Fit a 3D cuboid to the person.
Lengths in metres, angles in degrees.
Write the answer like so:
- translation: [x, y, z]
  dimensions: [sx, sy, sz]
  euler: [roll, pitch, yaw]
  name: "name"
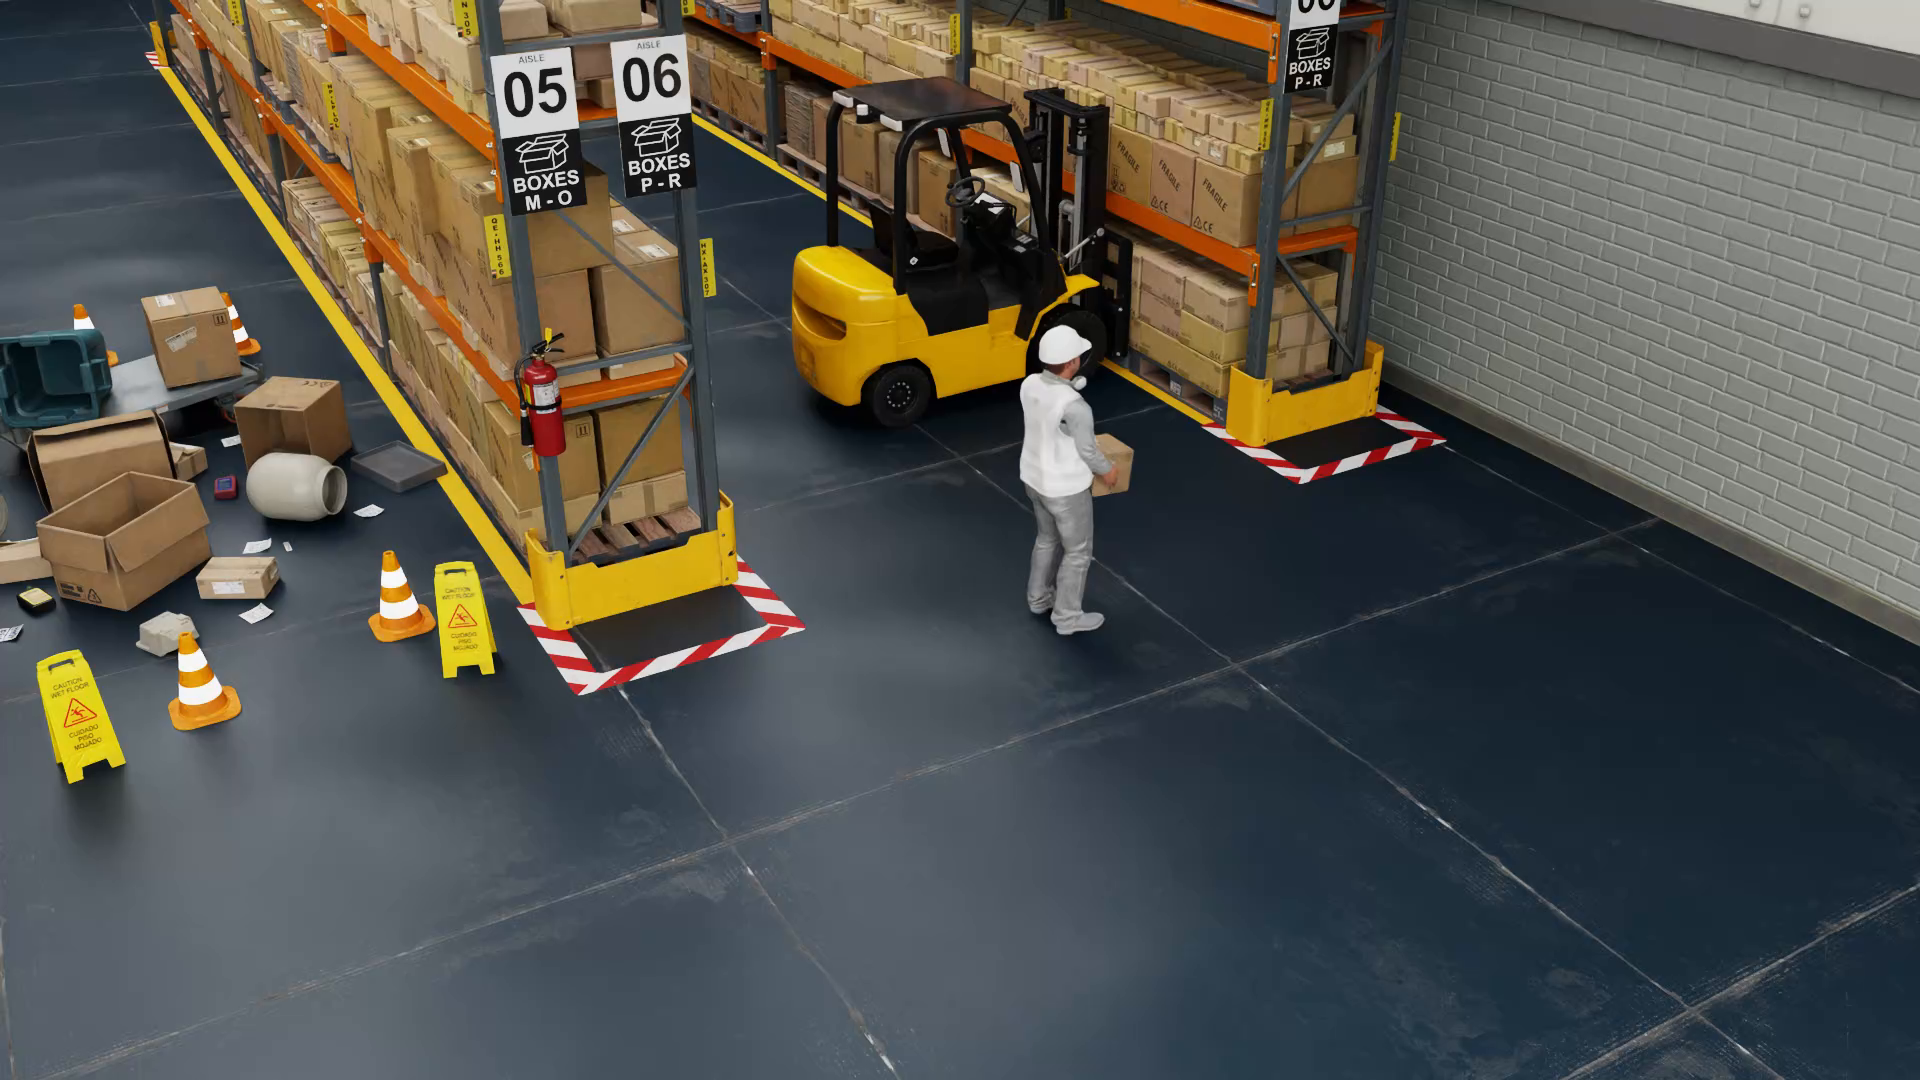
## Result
- translation: [0.596, -0.353, 9.171]
  dimensions: [0.513, 1.779, 0.536]
  euler: [-16, 33, -27]
  name: "person"
